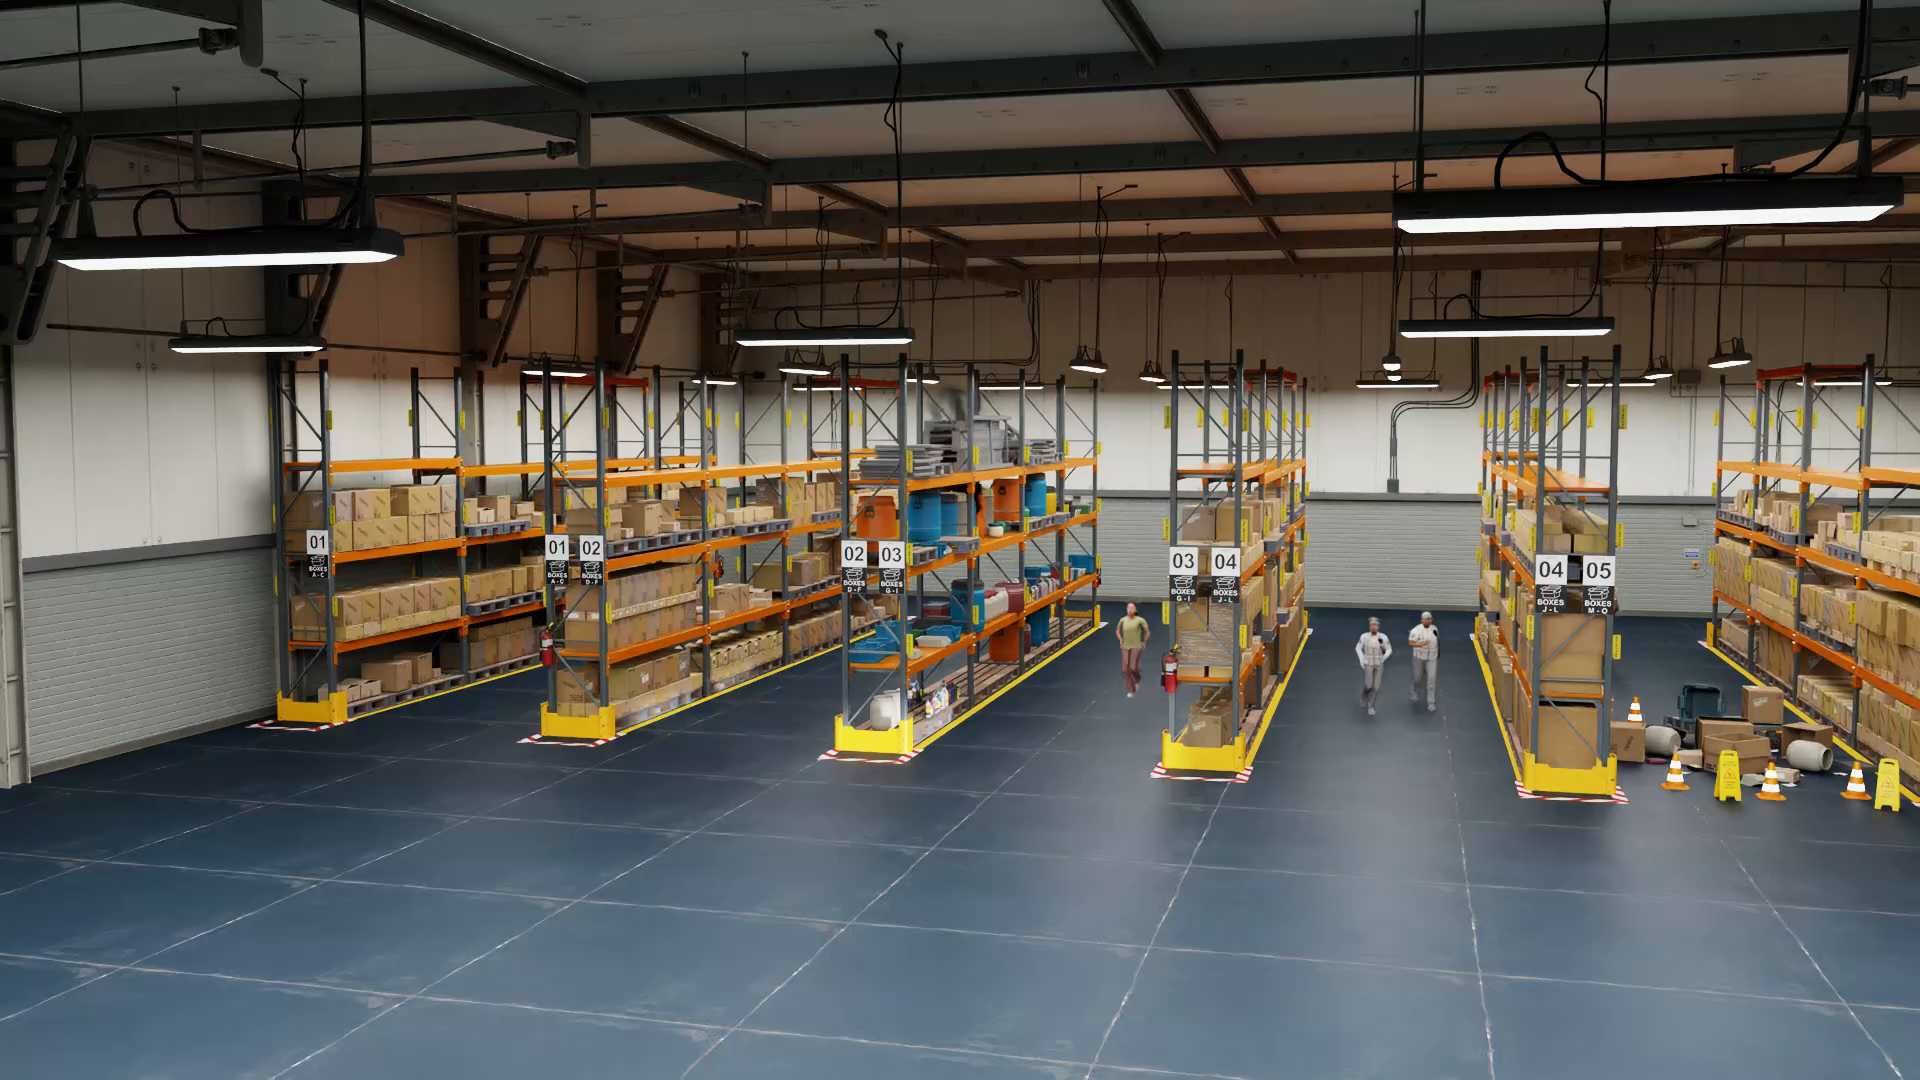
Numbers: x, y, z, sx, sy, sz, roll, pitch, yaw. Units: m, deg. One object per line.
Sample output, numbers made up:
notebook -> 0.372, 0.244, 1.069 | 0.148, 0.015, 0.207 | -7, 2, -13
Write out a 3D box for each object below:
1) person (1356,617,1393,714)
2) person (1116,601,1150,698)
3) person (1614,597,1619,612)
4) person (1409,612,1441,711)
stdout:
person -> 7.065, 2.142, 28.356 | 0.602, 1.664, 0.567 | 1, 4, 11
person -> 2.921, 1.865, 28.352 | 0.582, 1.641, 0.527 | 1, 4, 19
person -> 13.157, 1.680, 34.182 | 0.699, 1.747, 0.679 | 1, 4, 12
person -> 8.076, 2.069, 28.927 | 0.598, 1.669, 0.933 | 0, 4, 0
